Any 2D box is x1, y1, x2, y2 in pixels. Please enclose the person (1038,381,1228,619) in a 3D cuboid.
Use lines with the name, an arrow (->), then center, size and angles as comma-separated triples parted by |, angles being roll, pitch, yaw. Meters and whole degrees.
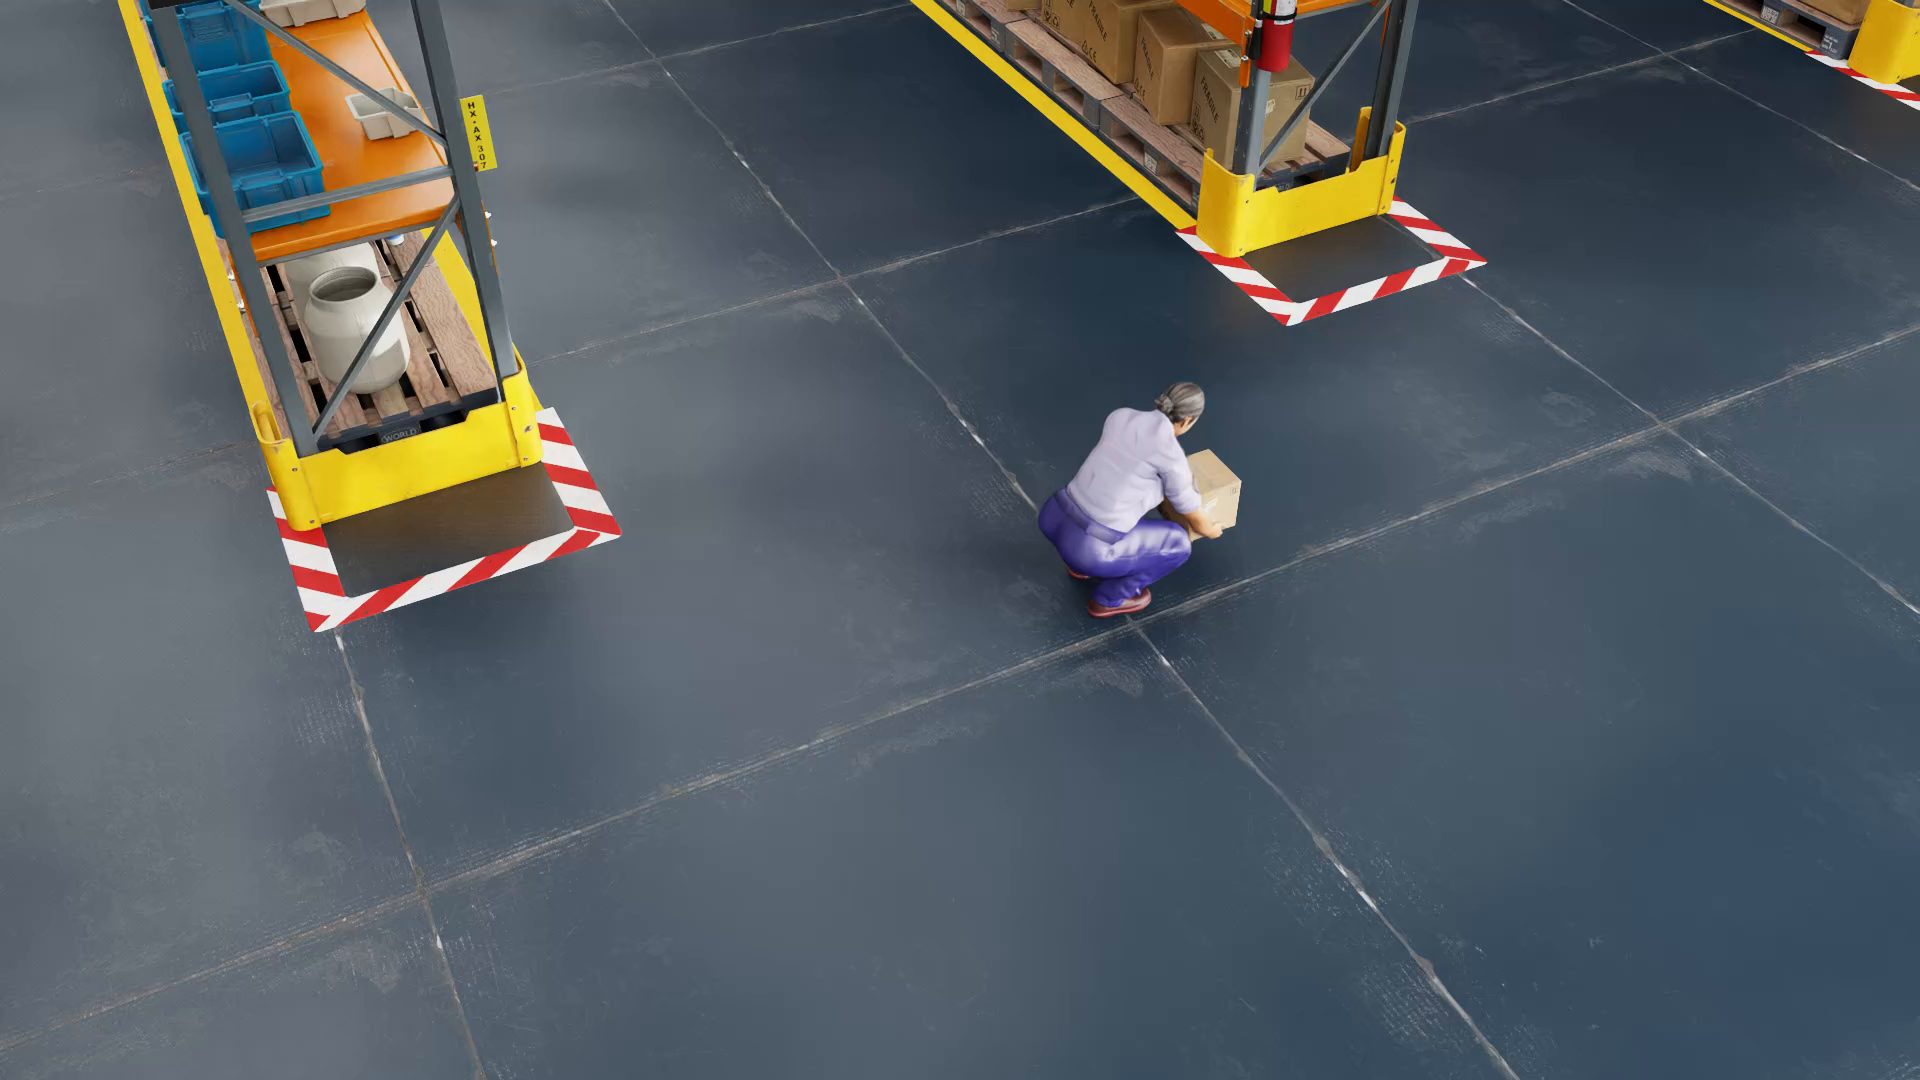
person -> 0.724, -0.184, 6.935 | 0.824, 0.924, 0.533 | -19, 45, -20
